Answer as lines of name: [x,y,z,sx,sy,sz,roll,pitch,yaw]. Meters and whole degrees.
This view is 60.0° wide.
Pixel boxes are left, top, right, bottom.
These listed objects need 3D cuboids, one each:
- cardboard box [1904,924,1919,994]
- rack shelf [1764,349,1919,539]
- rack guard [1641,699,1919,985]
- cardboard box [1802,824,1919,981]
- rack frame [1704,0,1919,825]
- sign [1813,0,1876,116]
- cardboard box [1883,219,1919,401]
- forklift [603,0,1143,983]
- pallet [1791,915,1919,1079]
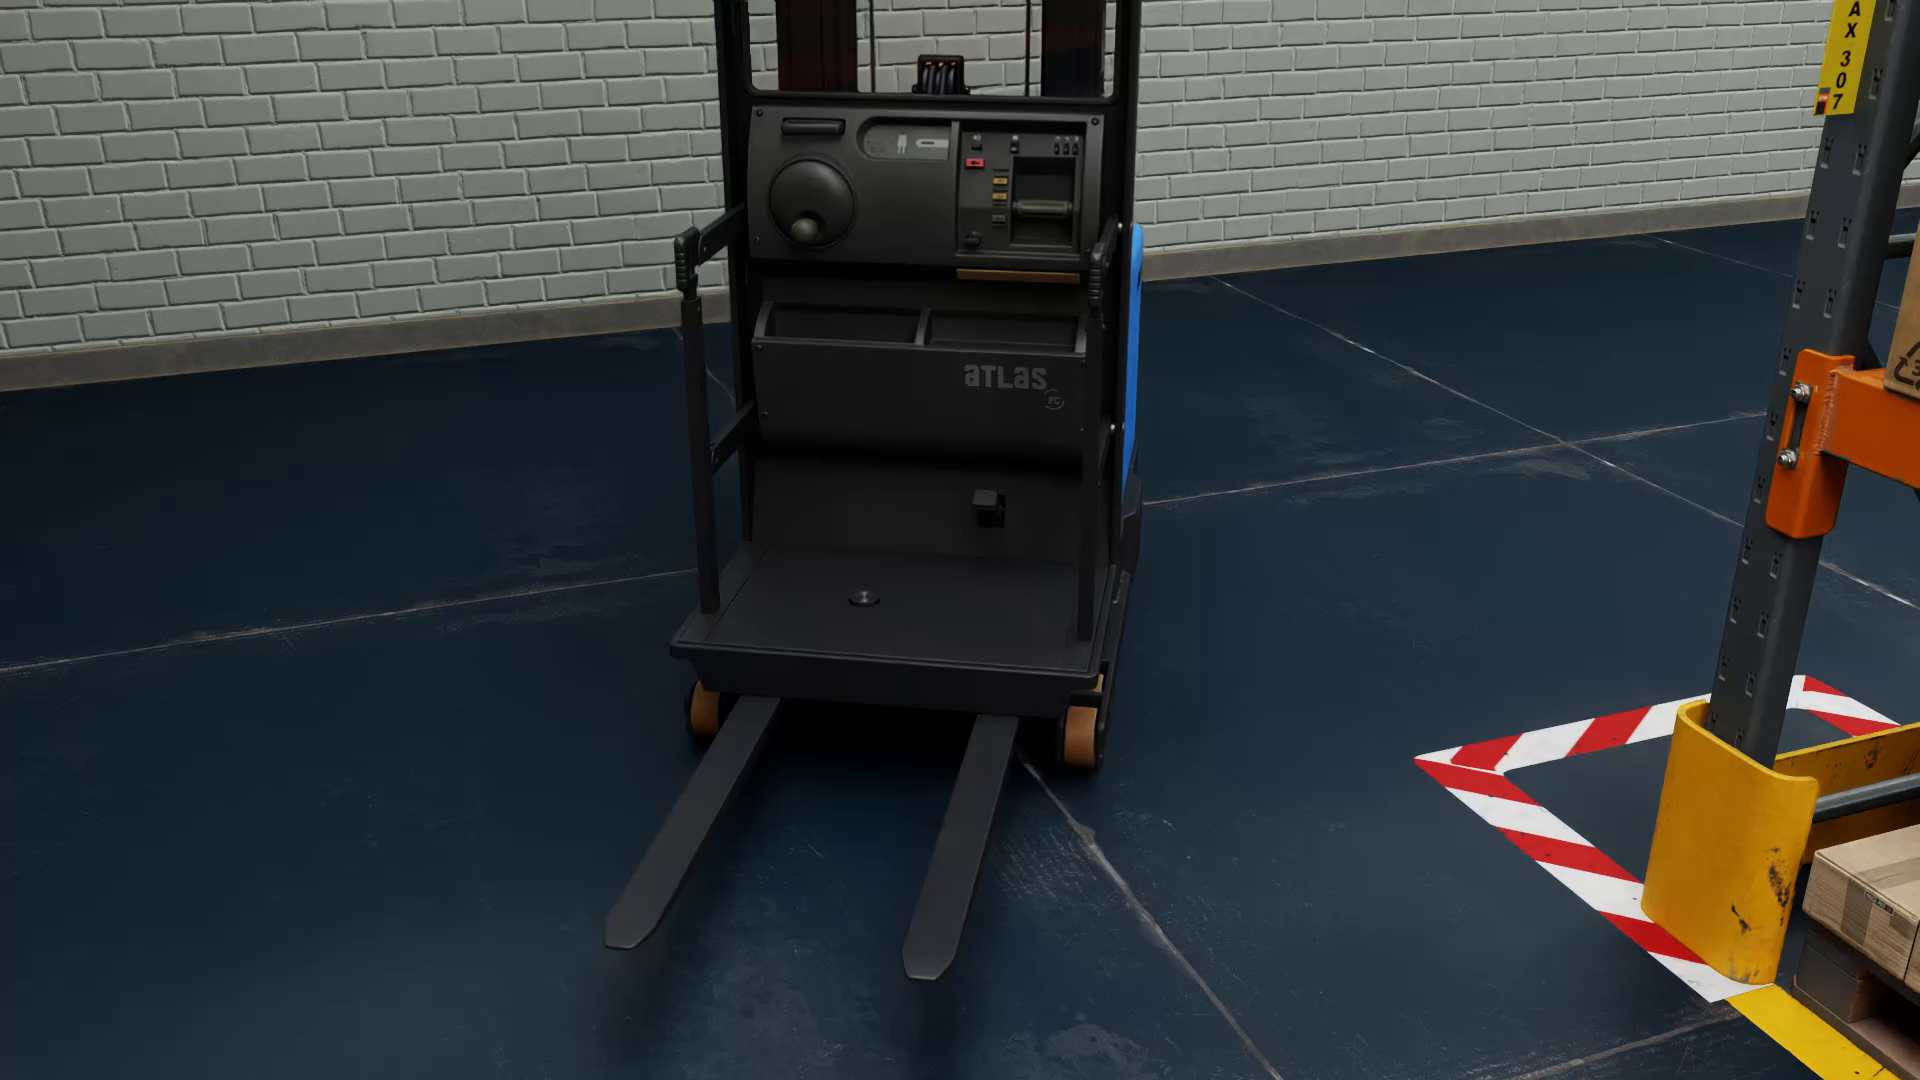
cardboard box: [2.020,0.790,3.096,0.380,0.166,0.250,-8,24,-19]
rack shelf: [2.811,0.455,1.735,1.077,0.370,4.000,-8,24,-19]
rack guard: [2.132,0.576,3.739,1.175,0.500,0.348,-8,24,-19]
cardboard box: [1.931,0.707,3.315,0.380,0.149,0.250,-8,24,-19]
rack frame: [2.105,-0.603,3.319,1.000,3.000,0.127,-8,24,-19]
sign: [1.597,-0.928,2.975,0.100,0.325,0.005,-8,24,-19]
cardboard box: [2.015,-0.452,2.832,0.500,0.500,0.500,-8,24,-18]
forklift: [-0.127,-0.904,4.121,1.130,2.935,3.031,4,23,9]
pallet: [2.414,0.999,3.109,1.003,0.211,1.213,-8,24,-19]
